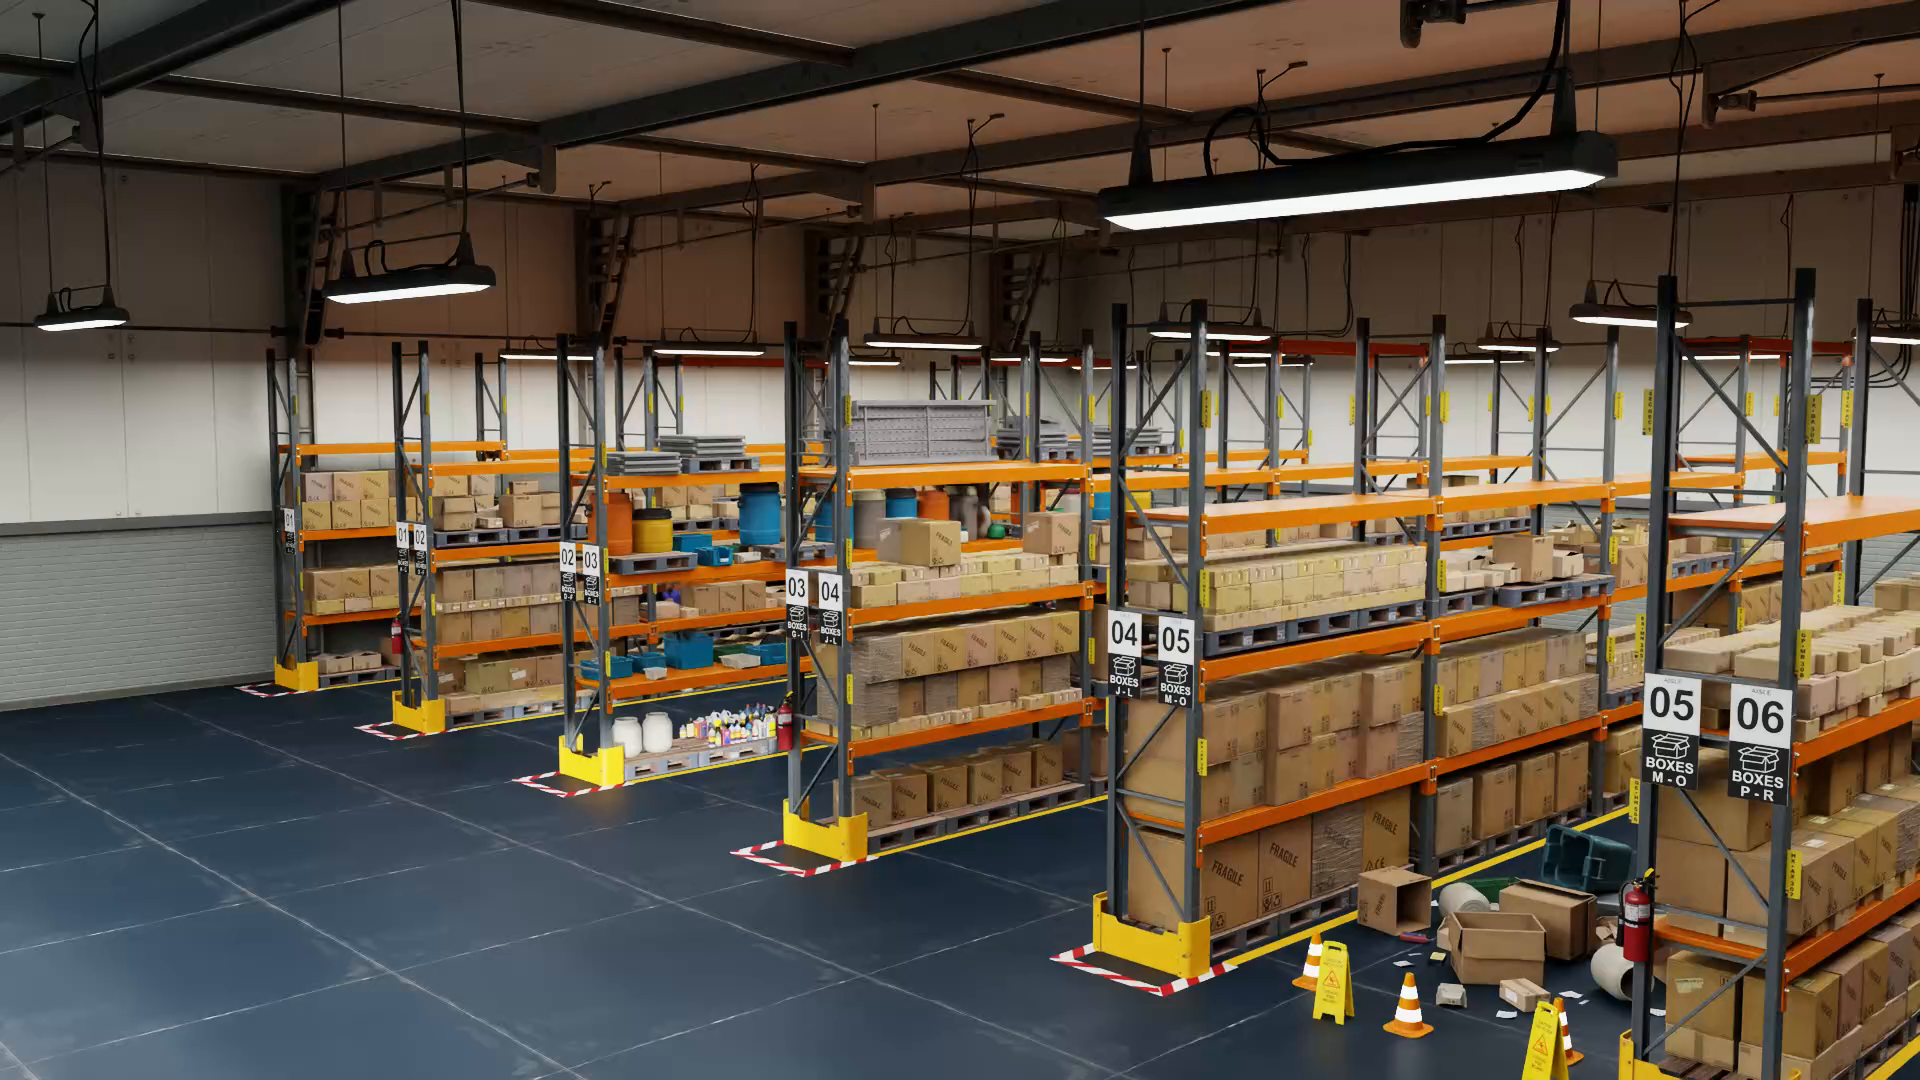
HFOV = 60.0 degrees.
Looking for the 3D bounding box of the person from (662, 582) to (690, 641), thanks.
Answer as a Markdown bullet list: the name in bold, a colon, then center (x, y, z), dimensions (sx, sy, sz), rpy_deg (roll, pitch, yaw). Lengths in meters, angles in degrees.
- **person**: center (-5.595, 1.554, 32.876), dimensions (0.623, 1.599, 0.776), rpy_deg (0, 5, -1)
